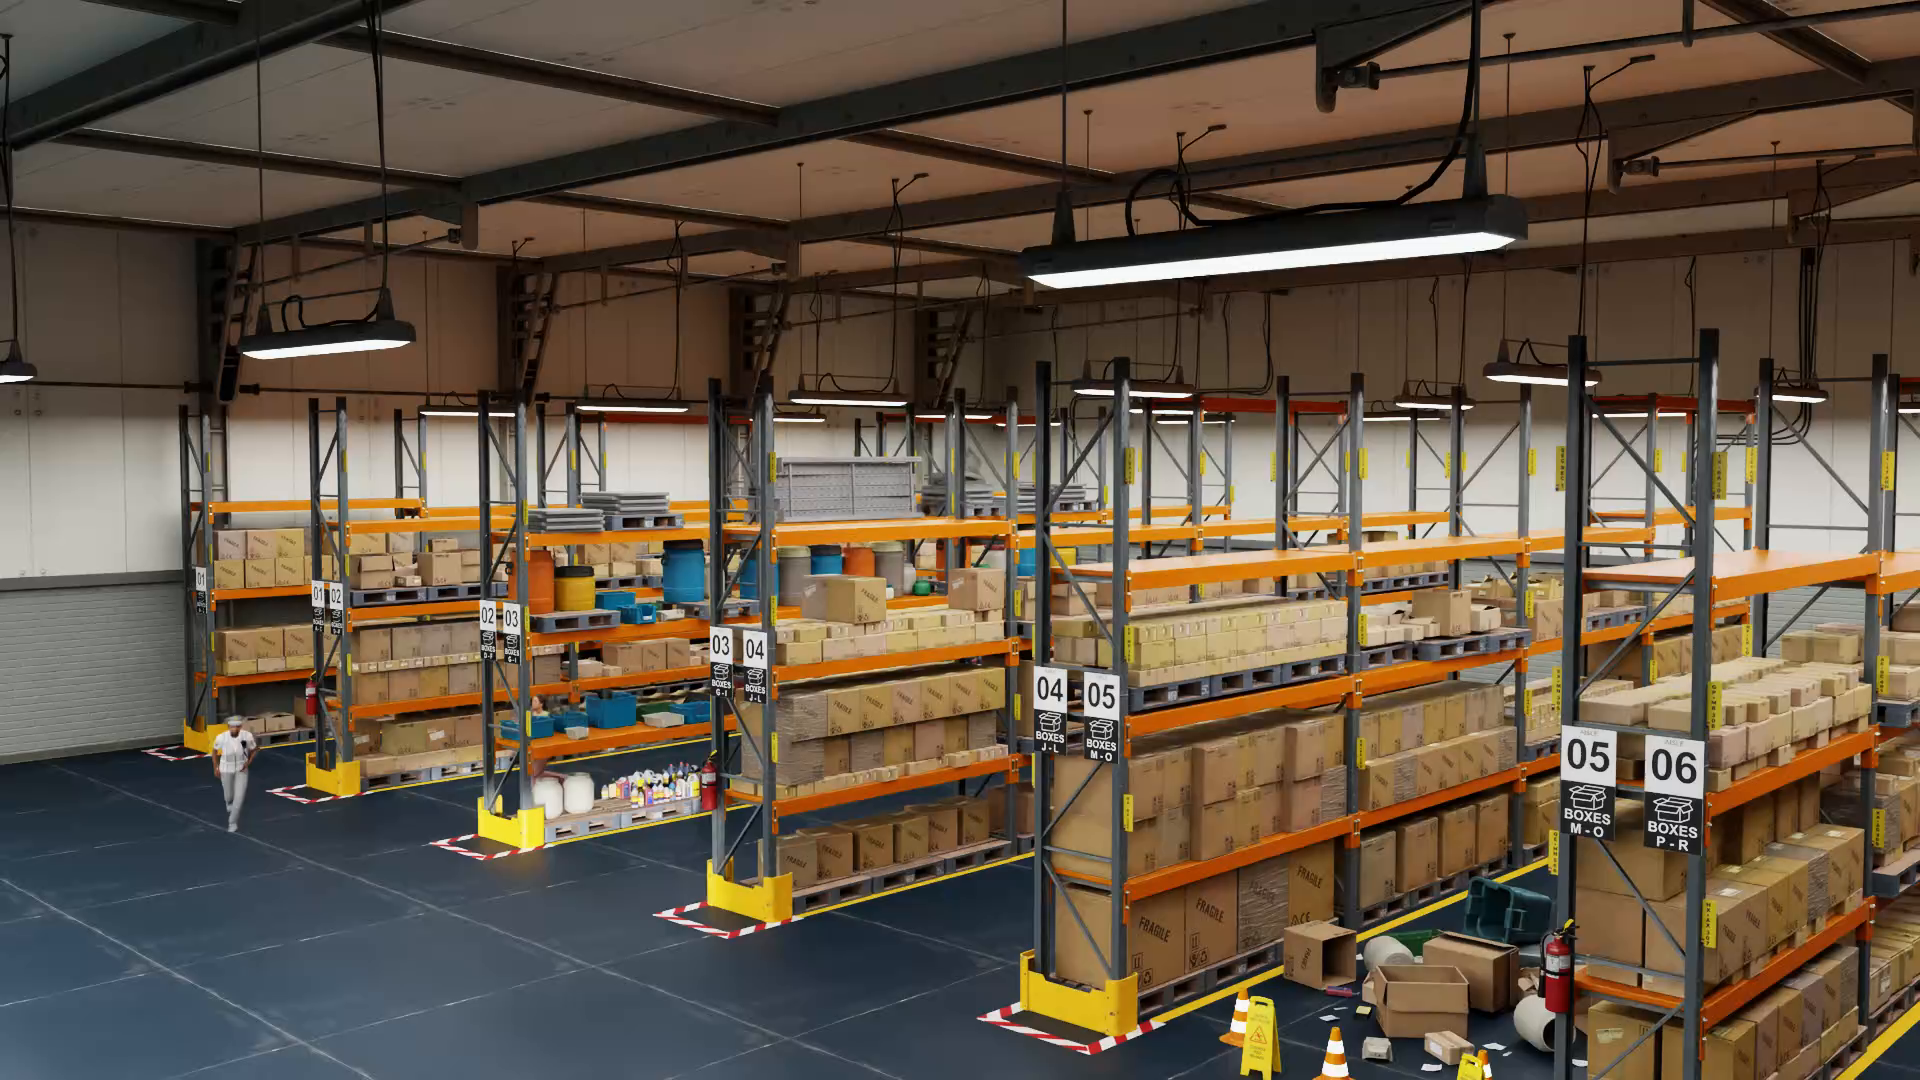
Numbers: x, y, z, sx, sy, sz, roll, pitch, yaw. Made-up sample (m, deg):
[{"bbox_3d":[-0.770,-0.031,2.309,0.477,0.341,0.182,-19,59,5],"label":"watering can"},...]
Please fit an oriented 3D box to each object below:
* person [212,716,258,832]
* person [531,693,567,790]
[{"bbox_3d":[-9.956,3.172,22.837,0.556,1.612,0.730,-2,4,-32],"label":"person"},{"bbox_3d":[-6.117,3.065,24.431,0.702,1.640,0.598,-3,4,-44],"label":"person"}]
